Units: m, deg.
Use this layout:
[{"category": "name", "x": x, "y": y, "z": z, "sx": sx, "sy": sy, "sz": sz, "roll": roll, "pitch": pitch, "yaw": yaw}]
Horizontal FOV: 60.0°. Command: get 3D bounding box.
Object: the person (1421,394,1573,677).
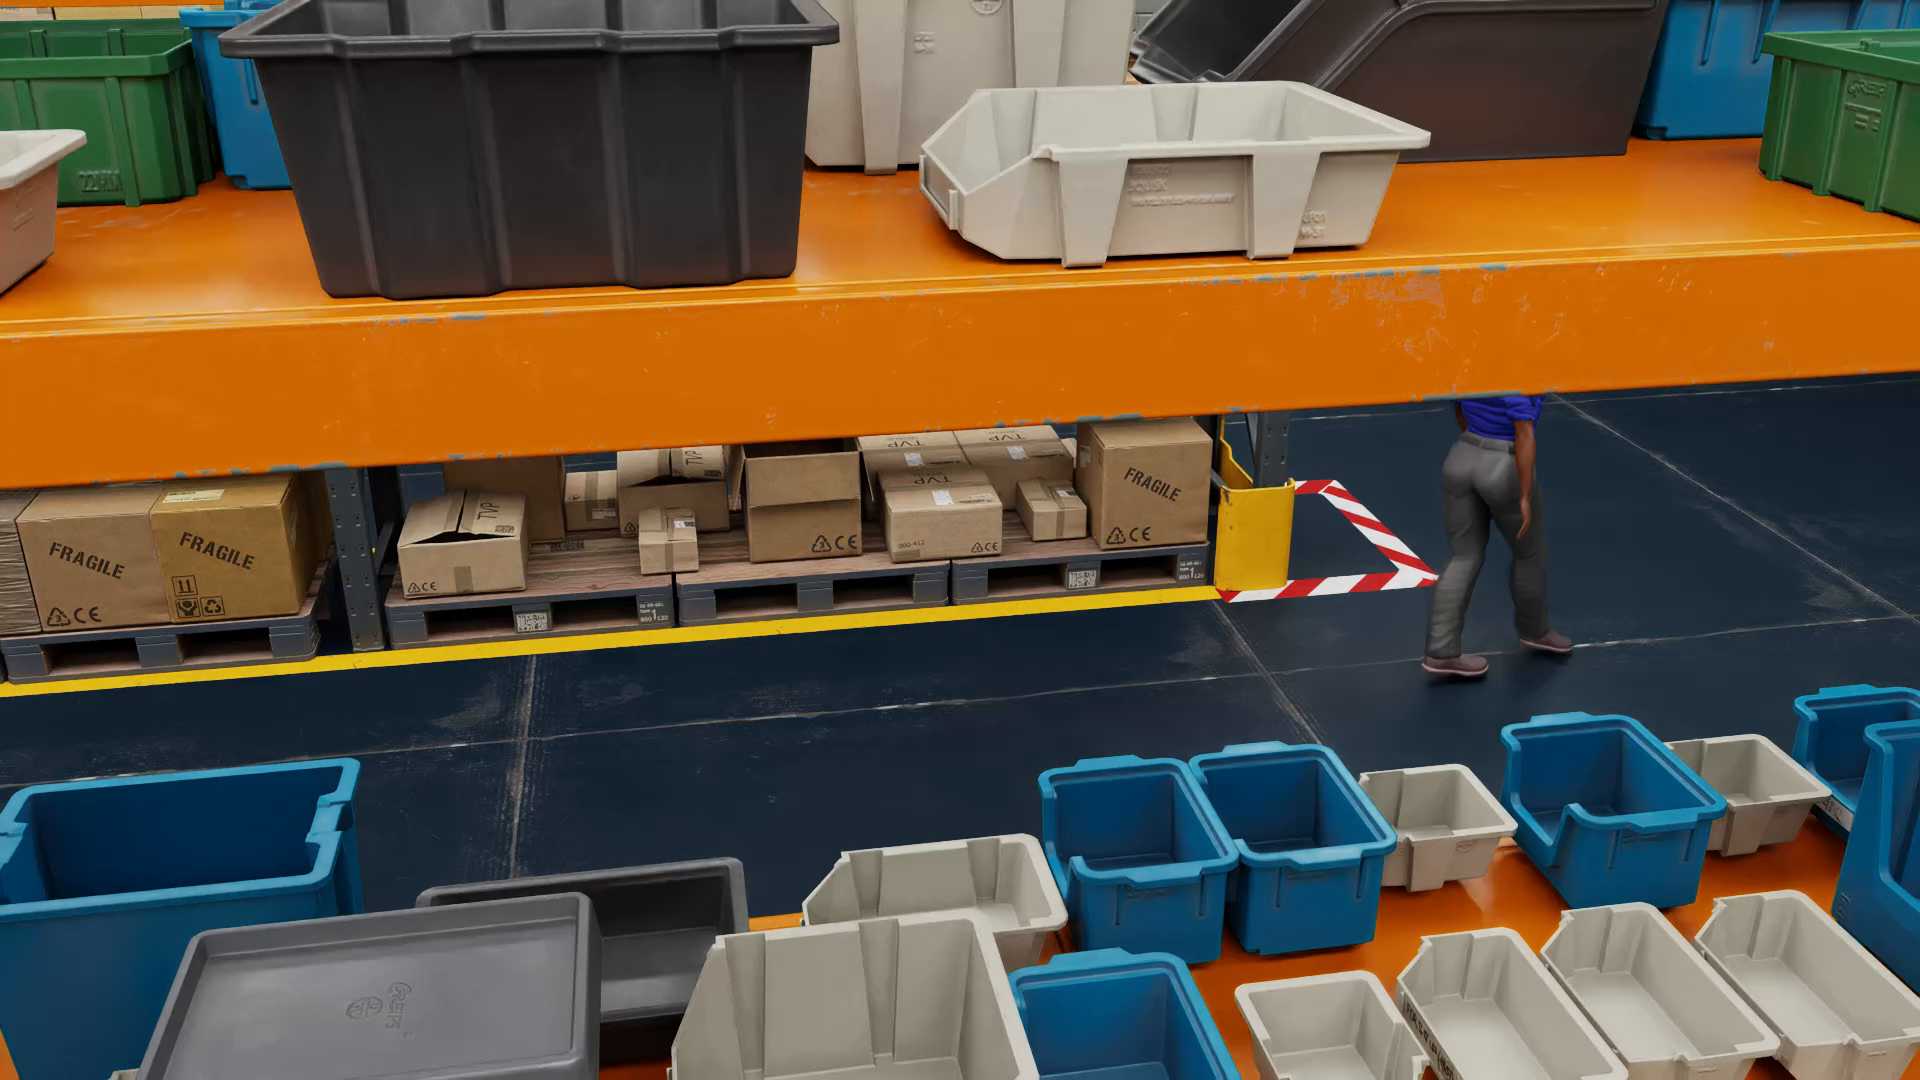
[{"category": "person", "x": 2.207, "y": -0.258, "z": 6.696, "sx": 0.774, "sy": 1.652, "sz": 0.539, "roll": -17, "pitch": 29, "yaw": -34}]
